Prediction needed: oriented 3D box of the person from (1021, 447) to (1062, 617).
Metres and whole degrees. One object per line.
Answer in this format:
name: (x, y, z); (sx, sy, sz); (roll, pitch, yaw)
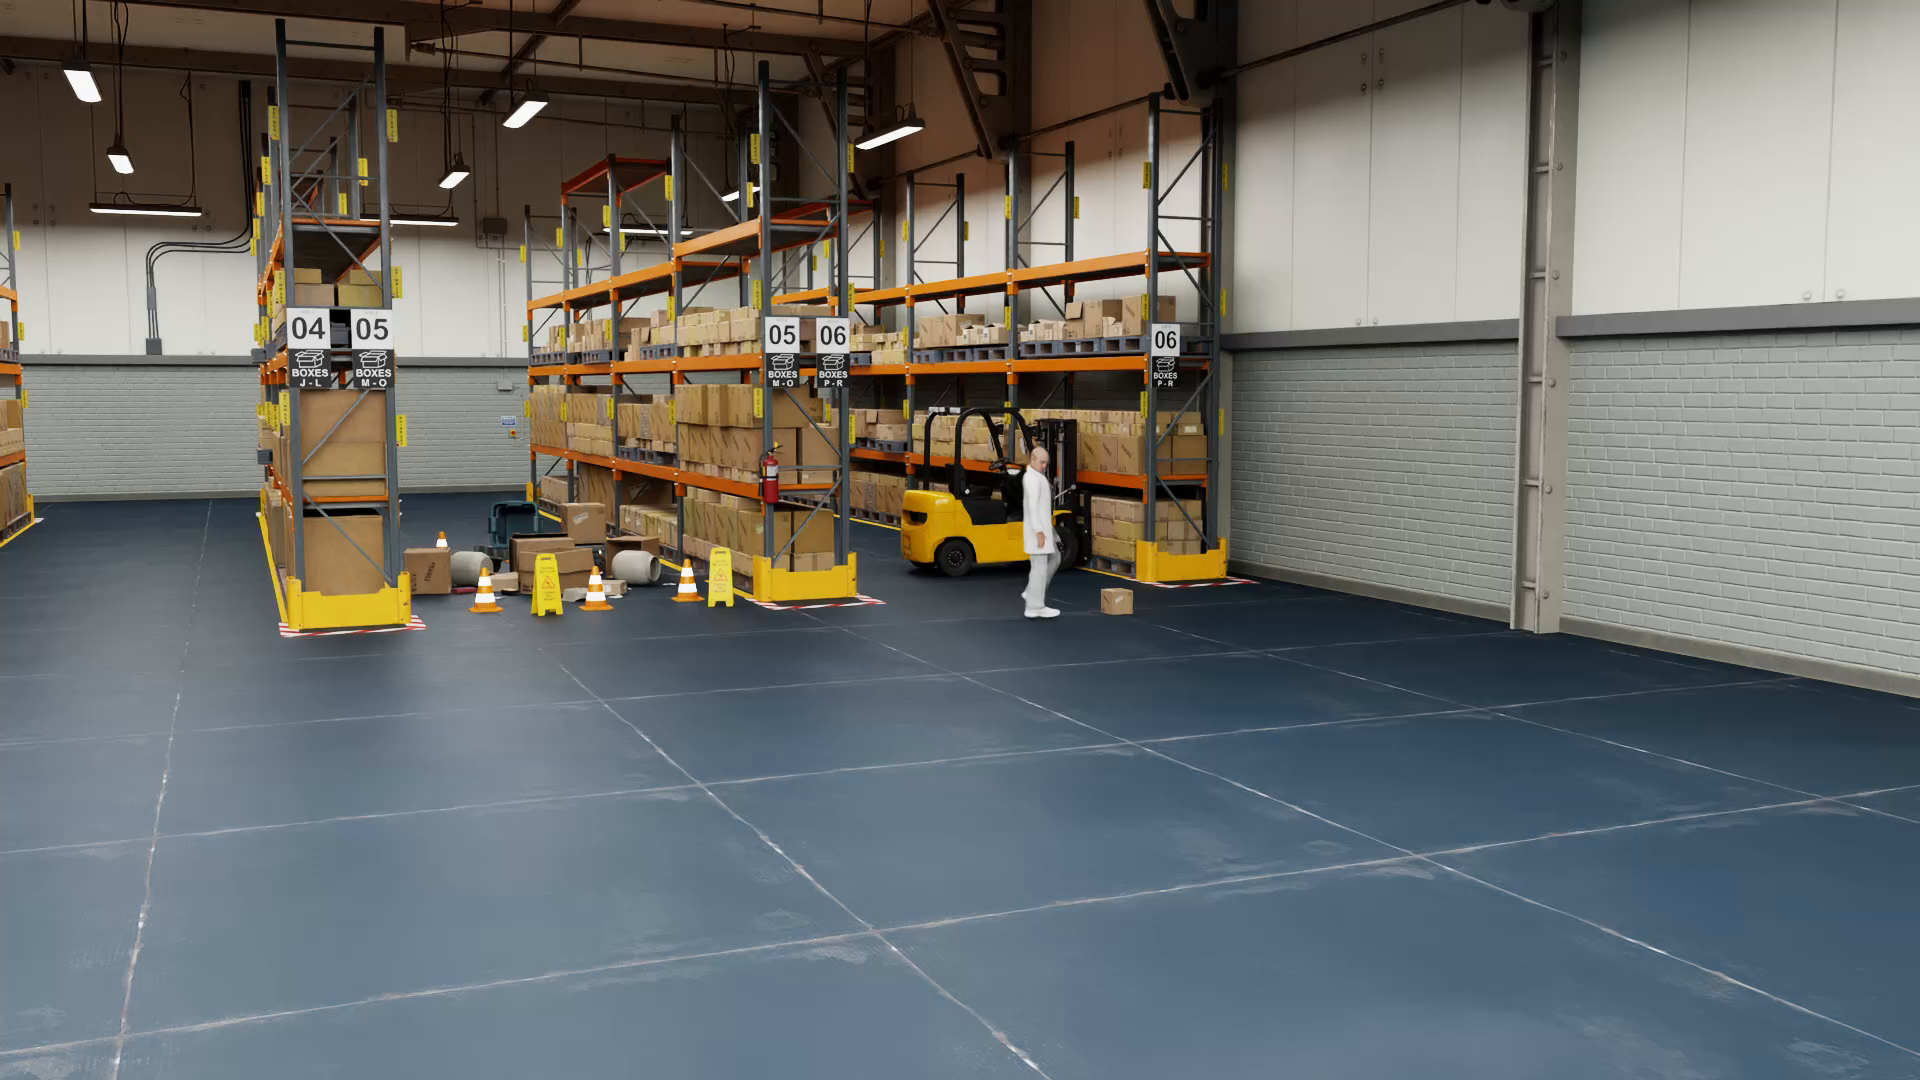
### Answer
person: (0.858, -0.066, 17.371); (0.438, 1.812, 0.616); (0, 5, -1)
